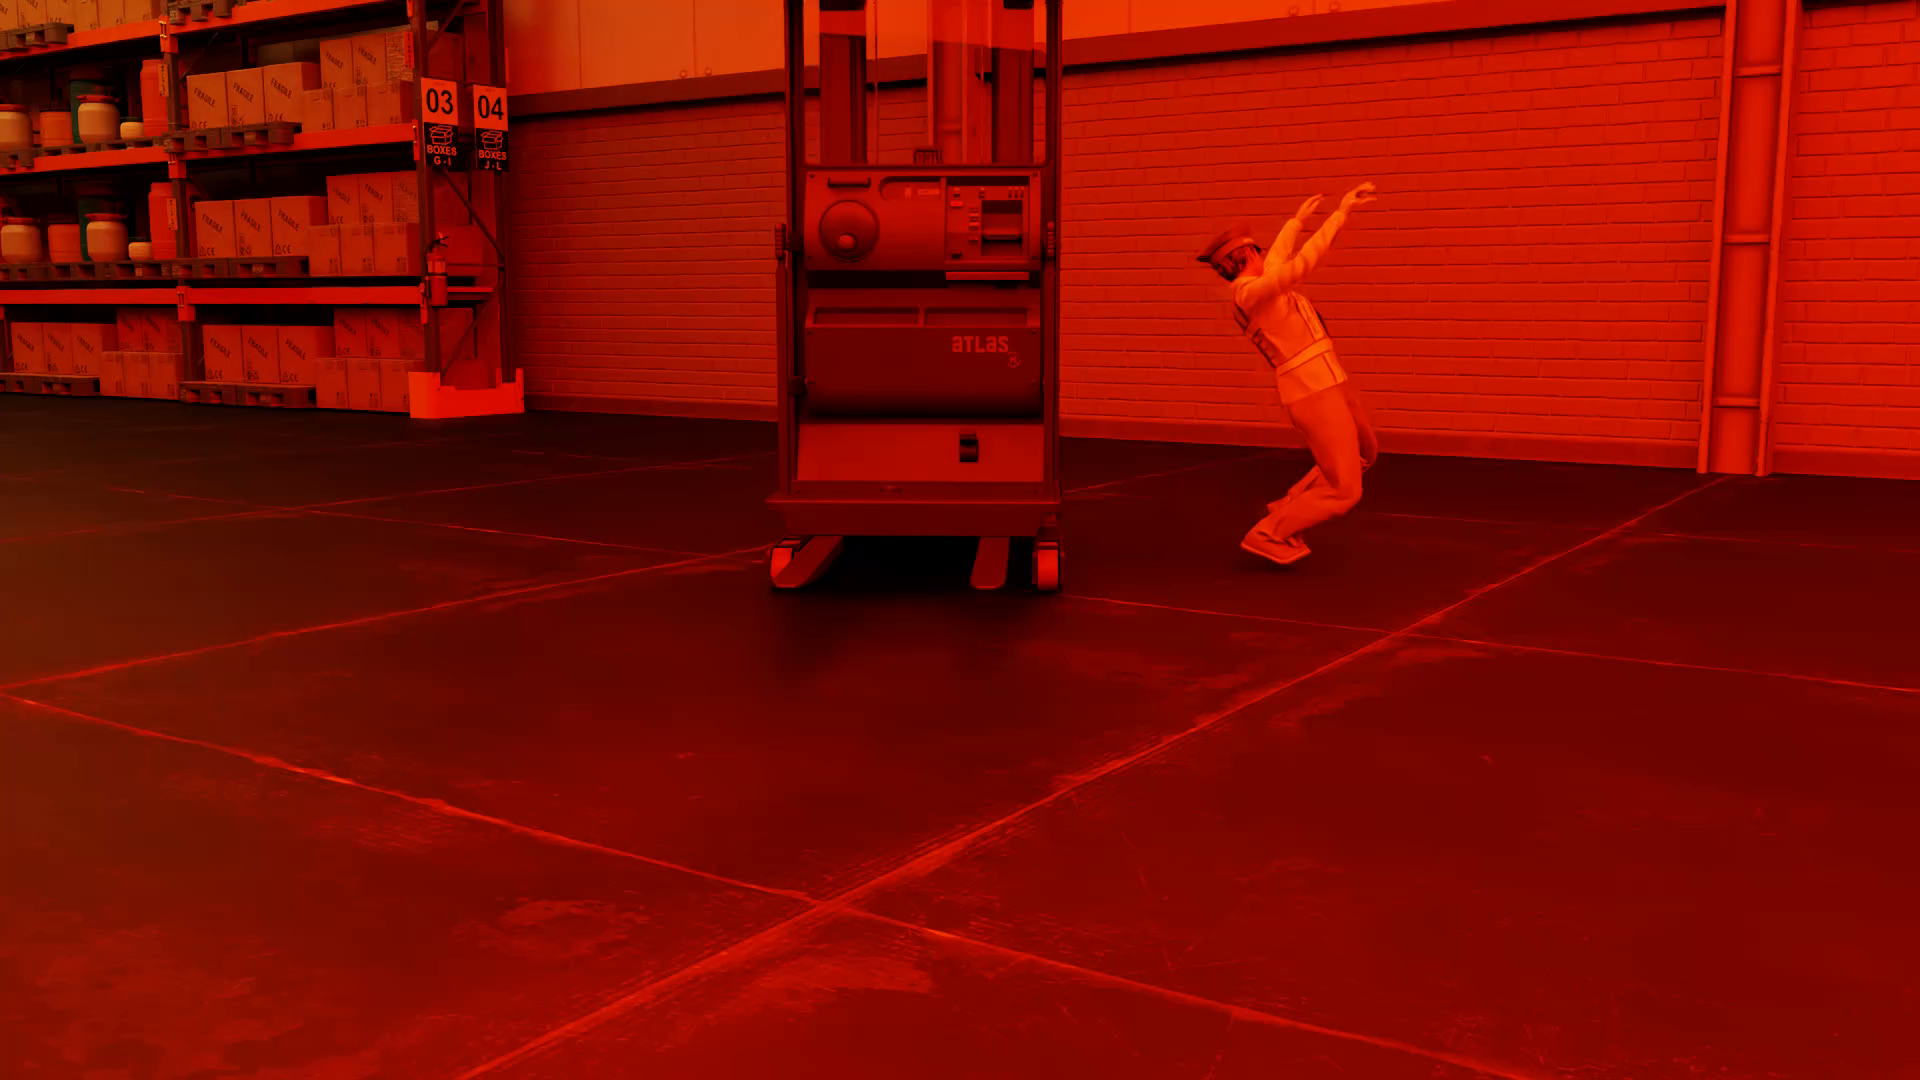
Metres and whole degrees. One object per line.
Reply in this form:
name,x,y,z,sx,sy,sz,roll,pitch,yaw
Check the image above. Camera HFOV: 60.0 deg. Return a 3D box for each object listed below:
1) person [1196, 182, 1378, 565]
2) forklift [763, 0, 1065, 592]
person,1.341,-0.657,6.806,0.759,1.539,0.881,2,8,12
forklift,-0.154,-1.301,6.341,1.130,2.935,3.031,0,8,3
